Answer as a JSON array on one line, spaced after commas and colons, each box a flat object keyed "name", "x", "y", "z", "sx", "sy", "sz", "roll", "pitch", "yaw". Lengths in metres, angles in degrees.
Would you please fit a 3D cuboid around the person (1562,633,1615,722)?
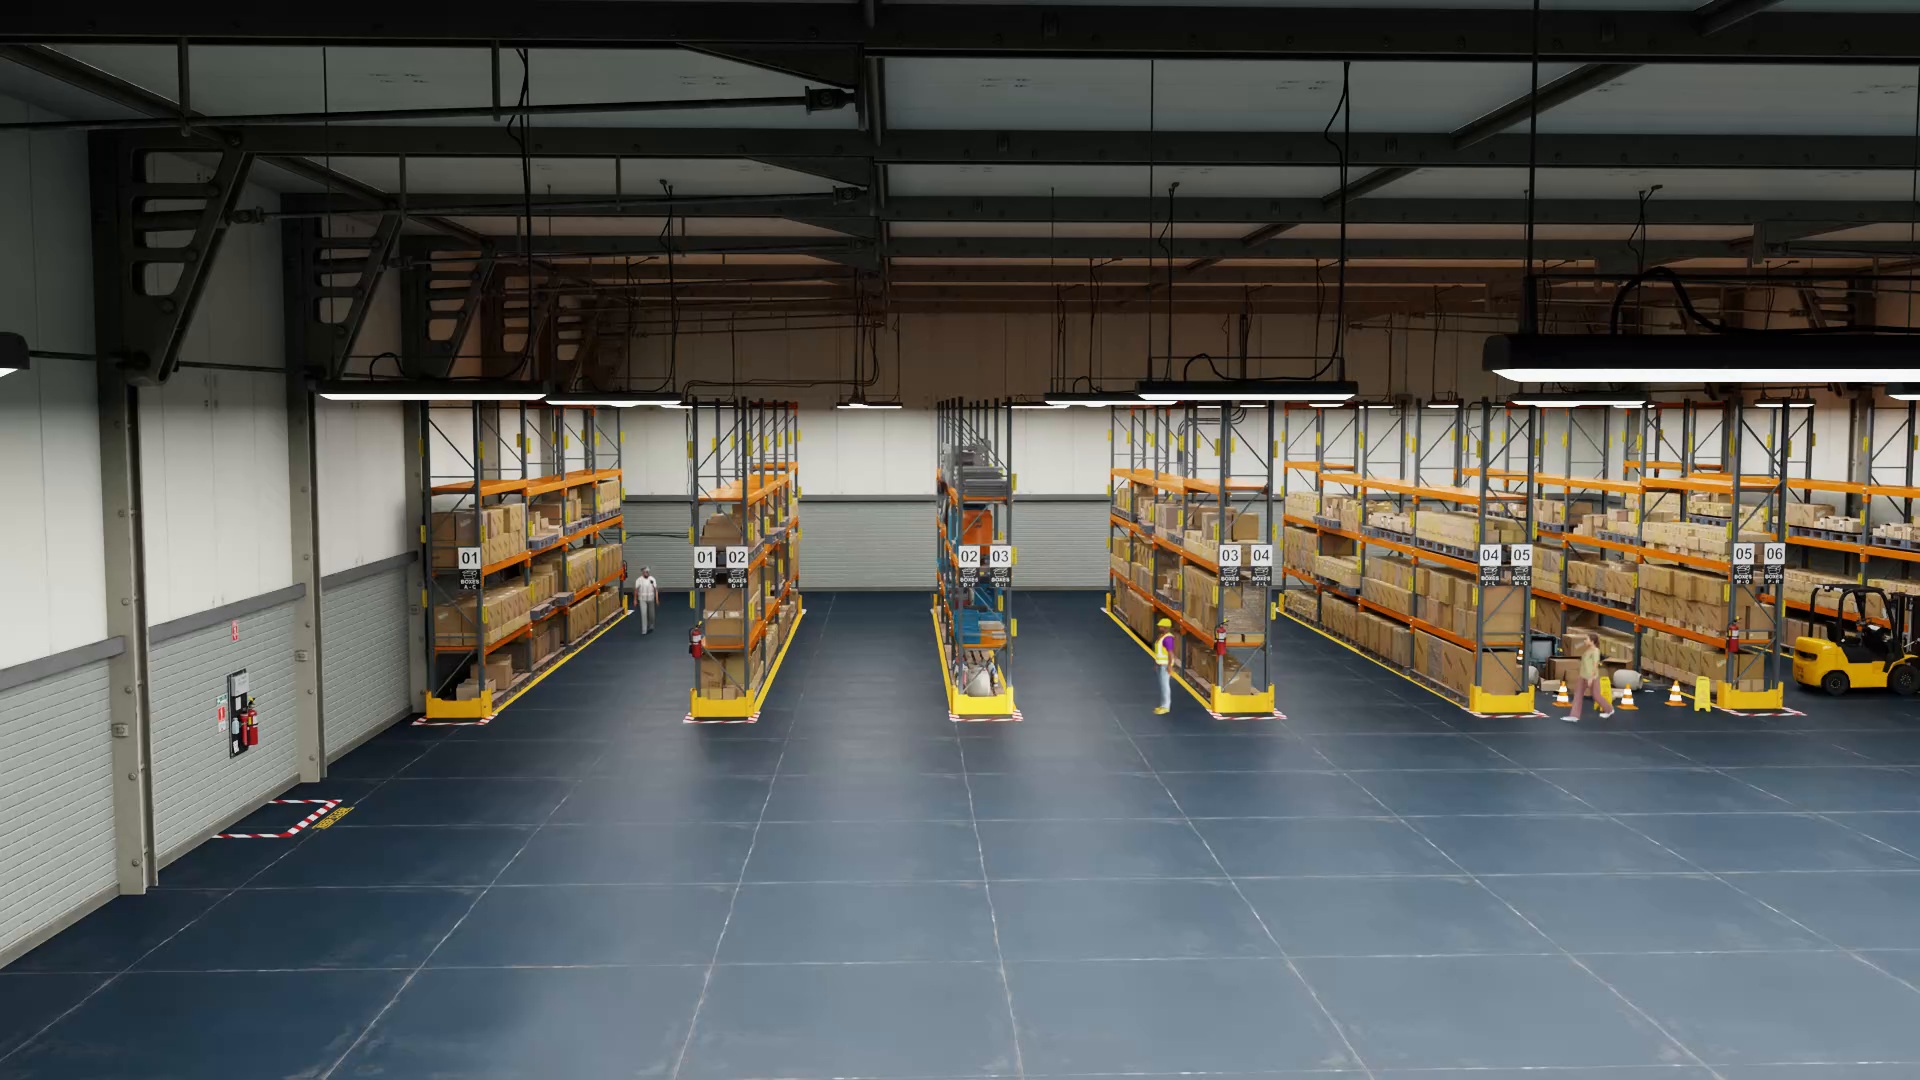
[{"name": "person", "x": 11.631, "y": 2.541, "z": 30.640, "sx": 0.984, "sy": 1.634, "sz": 0.434, "roll": -2, "pitch": 5, "yaw": -24}]

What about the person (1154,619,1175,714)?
[{"name": "person", "x": 3.854, "y": 2.388, "z": 31.729, "sx": 0.443, "sy": 1.770, "sz": 0.653, "roll": -1, "pitch": 4, "yaw": -7}]

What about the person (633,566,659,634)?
[{"name": "person", "x": -8.112, "y": 1.536, "z": 42.959, "sx": 0.645, "sy": 1.730, "sz": 0.960, "roll": -1, "pitch": 5, "yaw": -13}]
